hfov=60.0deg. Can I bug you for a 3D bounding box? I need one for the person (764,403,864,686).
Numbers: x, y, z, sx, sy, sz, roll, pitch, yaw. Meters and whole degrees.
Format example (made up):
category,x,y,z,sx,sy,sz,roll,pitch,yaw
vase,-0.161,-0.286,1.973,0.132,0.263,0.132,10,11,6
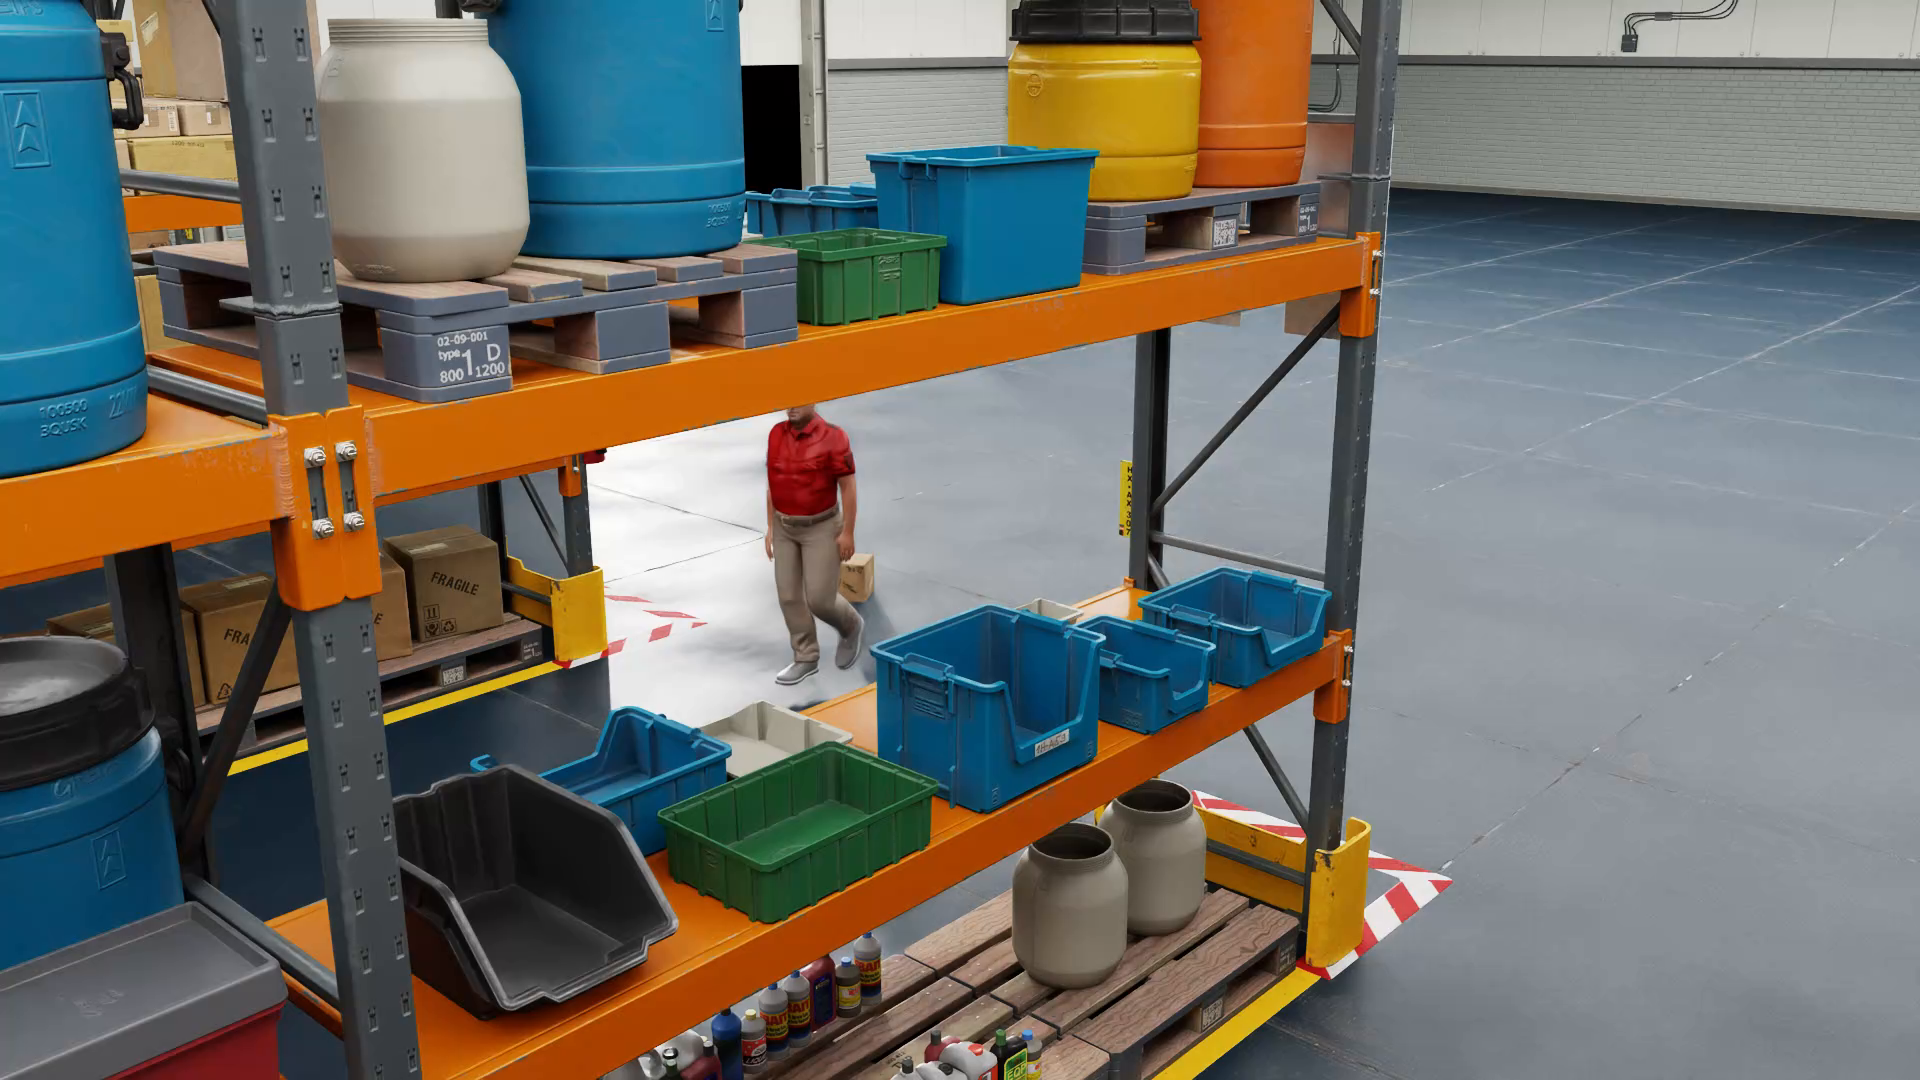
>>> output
category,x,y,z,sx,sy,sz,roll,pitch,yaw
person,-0.806,-0.062,9.196,0.545,1.712,0.568,9,19,28
